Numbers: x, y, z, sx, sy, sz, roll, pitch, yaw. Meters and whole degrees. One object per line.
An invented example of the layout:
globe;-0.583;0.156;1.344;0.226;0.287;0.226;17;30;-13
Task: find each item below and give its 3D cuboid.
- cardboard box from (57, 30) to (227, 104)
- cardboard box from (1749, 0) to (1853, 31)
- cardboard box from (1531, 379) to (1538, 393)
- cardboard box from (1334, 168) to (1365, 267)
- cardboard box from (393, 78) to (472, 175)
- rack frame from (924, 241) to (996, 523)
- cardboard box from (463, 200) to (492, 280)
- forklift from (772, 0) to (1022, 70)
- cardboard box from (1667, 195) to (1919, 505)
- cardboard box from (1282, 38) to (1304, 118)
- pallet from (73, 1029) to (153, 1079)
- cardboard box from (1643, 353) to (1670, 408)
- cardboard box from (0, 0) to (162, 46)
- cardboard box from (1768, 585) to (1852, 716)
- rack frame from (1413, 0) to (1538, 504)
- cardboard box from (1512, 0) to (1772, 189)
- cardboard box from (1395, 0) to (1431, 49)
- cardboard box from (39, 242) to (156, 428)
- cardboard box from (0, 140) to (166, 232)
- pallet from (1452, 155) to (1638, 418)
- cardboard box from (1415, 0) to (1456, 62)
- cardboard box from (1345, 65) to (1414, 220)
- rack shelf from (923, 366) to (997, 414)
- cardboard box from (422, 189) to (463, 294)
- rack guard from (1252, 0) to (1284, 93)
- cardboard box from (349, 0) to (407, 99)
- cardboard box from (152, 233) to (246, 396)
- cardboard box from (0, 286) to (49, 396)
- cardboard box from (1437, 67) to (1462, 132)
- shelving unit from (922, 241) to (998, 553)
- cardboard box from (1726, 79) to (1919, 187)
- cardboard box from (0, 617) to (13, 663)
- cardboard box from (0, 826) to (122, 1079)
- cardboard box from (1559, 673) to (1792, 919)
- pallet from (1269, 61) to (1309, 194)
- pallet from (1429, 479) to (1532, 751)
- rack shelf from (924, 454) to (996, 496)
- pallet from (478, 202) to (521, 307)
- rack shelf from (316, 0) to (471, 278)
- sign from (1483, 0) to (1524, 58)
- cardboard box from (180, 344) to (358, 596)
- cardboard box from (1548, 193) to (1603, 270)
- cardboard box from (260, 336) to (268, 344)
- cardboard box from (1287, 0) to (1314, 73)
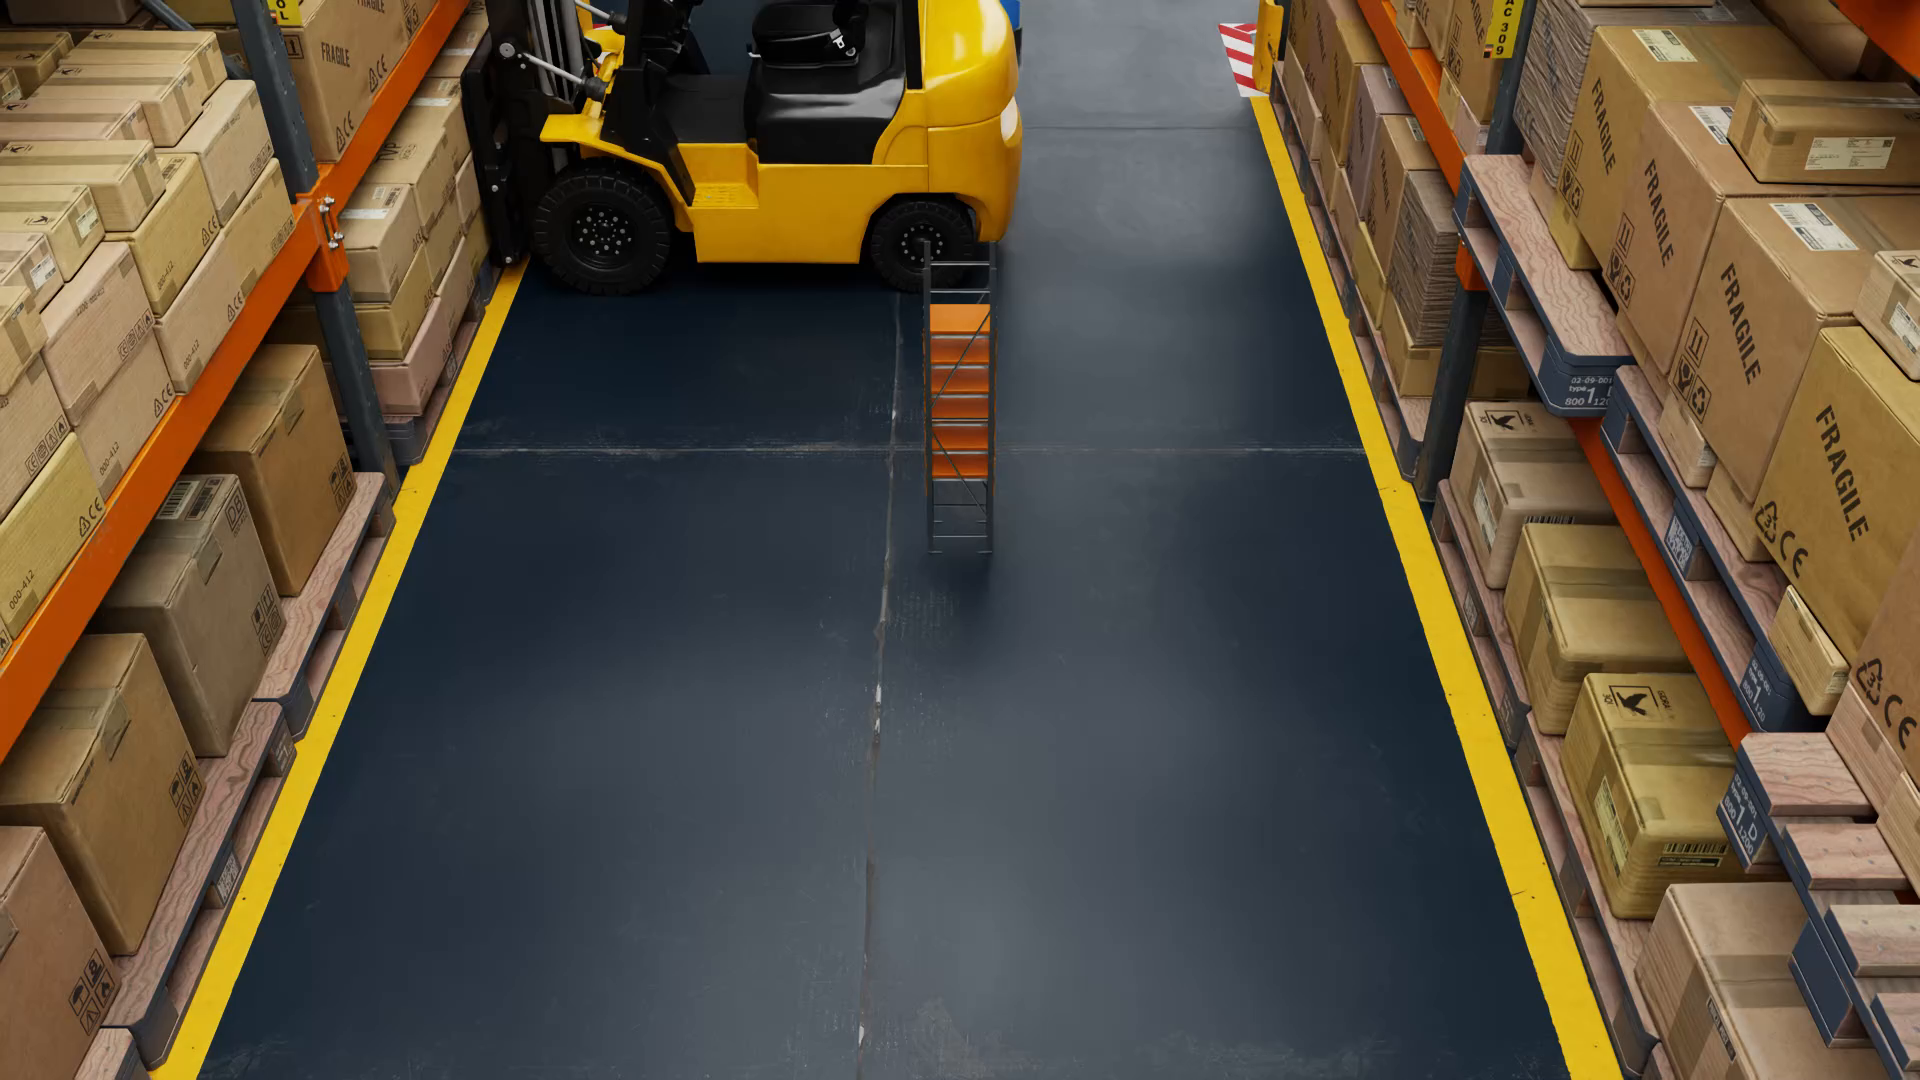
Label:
cardboard box;-2.465;-1.421;5.026;0.380;0.149;0.250;1;39;2
cardboard box;2.507;-1.379;4.918;0.500;0.500;0.500;-1;39;-1
cardboard box;2.546;-0.808;6.723;0.500;0.250;0.500;-2;39;-2
cardboard box;2.001;-1.460;7.536;0.500;0.250;0.500;1;39;1
cardboard box;-2.376;-1.757;7.107;0.500;0.250;0.500;1;39;1
rack frame;0.000;-0.534;5.957;0.240;1.200;0.006;0;39;0
cardboard box;-2.389;-1.375;7.430;0.500;0.250;0.500;1;39;1
forklift;-0.618;-4.548;9.581;1.130;2.935;3.031;-12;40;-15
cardboard box;1.990;-0.430;3.735;0.500;0.500;0.500;-2;39;-2
cardboard box;1.996;-2.436;8.754;0.500;0.250;0.500;0;39;0
pallet;-2.644;1.732;3.920;1.003;0.211;1.213;0;39;0
cardboard box;1.986;-0.419;4.240;0.380;0.149;0.250;0;39;0
cardboard box;-2.958;-1.662;5.846;0.500;0.500;0.500;0;39;0
cardboard box;1.921;0.228;3.432;0.380;0.149;0.250;1;39;1
rack frame;2.277;-1.348;5.534;1.000;3.000;0.127;0;39;0
cardboard box;1.990;-1.374;4.912;0.500;0.500;0.500;1;39;1
cardboard box;1.967;-2.086;6.656;0.380;0.149;0.250;-1;39;-1
cardboard box;-2.428;-0.531;4.234;0.500;0.250;0.500;1;39;1
cardboard box;-2.366;-0.942;4.429;0.380;0.149;0.250;-1;39;-1
pallet;2.132;-0.795;4.997;1.003;0.211;1.213;0;39;0
cardboard box;2.020;-2.103;6.158;0.500;0.500;0.500;1;39;1
cardboard box;2.004;-1.739;7.284;0.500;0.500;0.500;2;39;2
rack shelf;0.000;-0.536;5.839;0.258;0.103;0.180;0;39;0
cardboard box;-2.381;-1.246;6.869;0.500;0.250;0.500;0;39;0
rack guard;2.272;-2.827;9.378;1.175;0.500;0.348;0;39;0
cardboard box;-2.444;-1.985;6.248;0.500;0.500;0.500;1;39;1
cardboard box;-2.419;-0.655;4.788;0.500;0.250;0.500;0;39;0
cardboard box;-2.356;-0.456;3.822;0.380;0.149;0.250;-1;39;-1
cardboard box;1.964;-1.607;6.058;0.380;0.149;0.250;1;39;1
shelving unit;0.000;-0.477;5.886;0.258;1.200;0.189;0;39;0
cardboard box;2.028;-0.947;3.860;0.380;0.149;0.250;2;39;2
cardboard box;-2.442;0.303;3.593;0.500;0.250;0.500;-1;39;-2
cardboard box;-2.678;1.123;4.013;0.875;0.625;0.625;1;39;1
cardboard box;2.286;0.726;4.711;0.950;0.372;0.625;1;39;1
pallet;2.238;-2.206;8.834;1.003;0.211;1.213;0;39;0
pallet;2.279;0.227;5.798;1.003;0.211;1.213;0;39;0
rack shelf;0.000;-0.255;6.064;0.258;0.103;0.180;0;39;0
pallet;-2.650;-1.517;7.974;1.003;0.211;1.213;0;39;0
rack shelf;-2.689;-2.312;7.312;1.077;0.370;4.000;0;39;0
sign;1.734;-1.681;5.257;0.100;0.325;0.005;0;39;0
cardboard box;-2.675;-0.253;5.731;0.875;0.625;0.625;2;39;2
cardboard box;1.953;-0.912;4.855;0.380;0.149;0.250;1;39;1
cardboard box;-2.892;-0.933;6.478;0.500;0.250;0.500;-1;39;-1
cardboard box;1.997;-2.714;8.501;0.500;0.500;0.500;-1;39;-2
